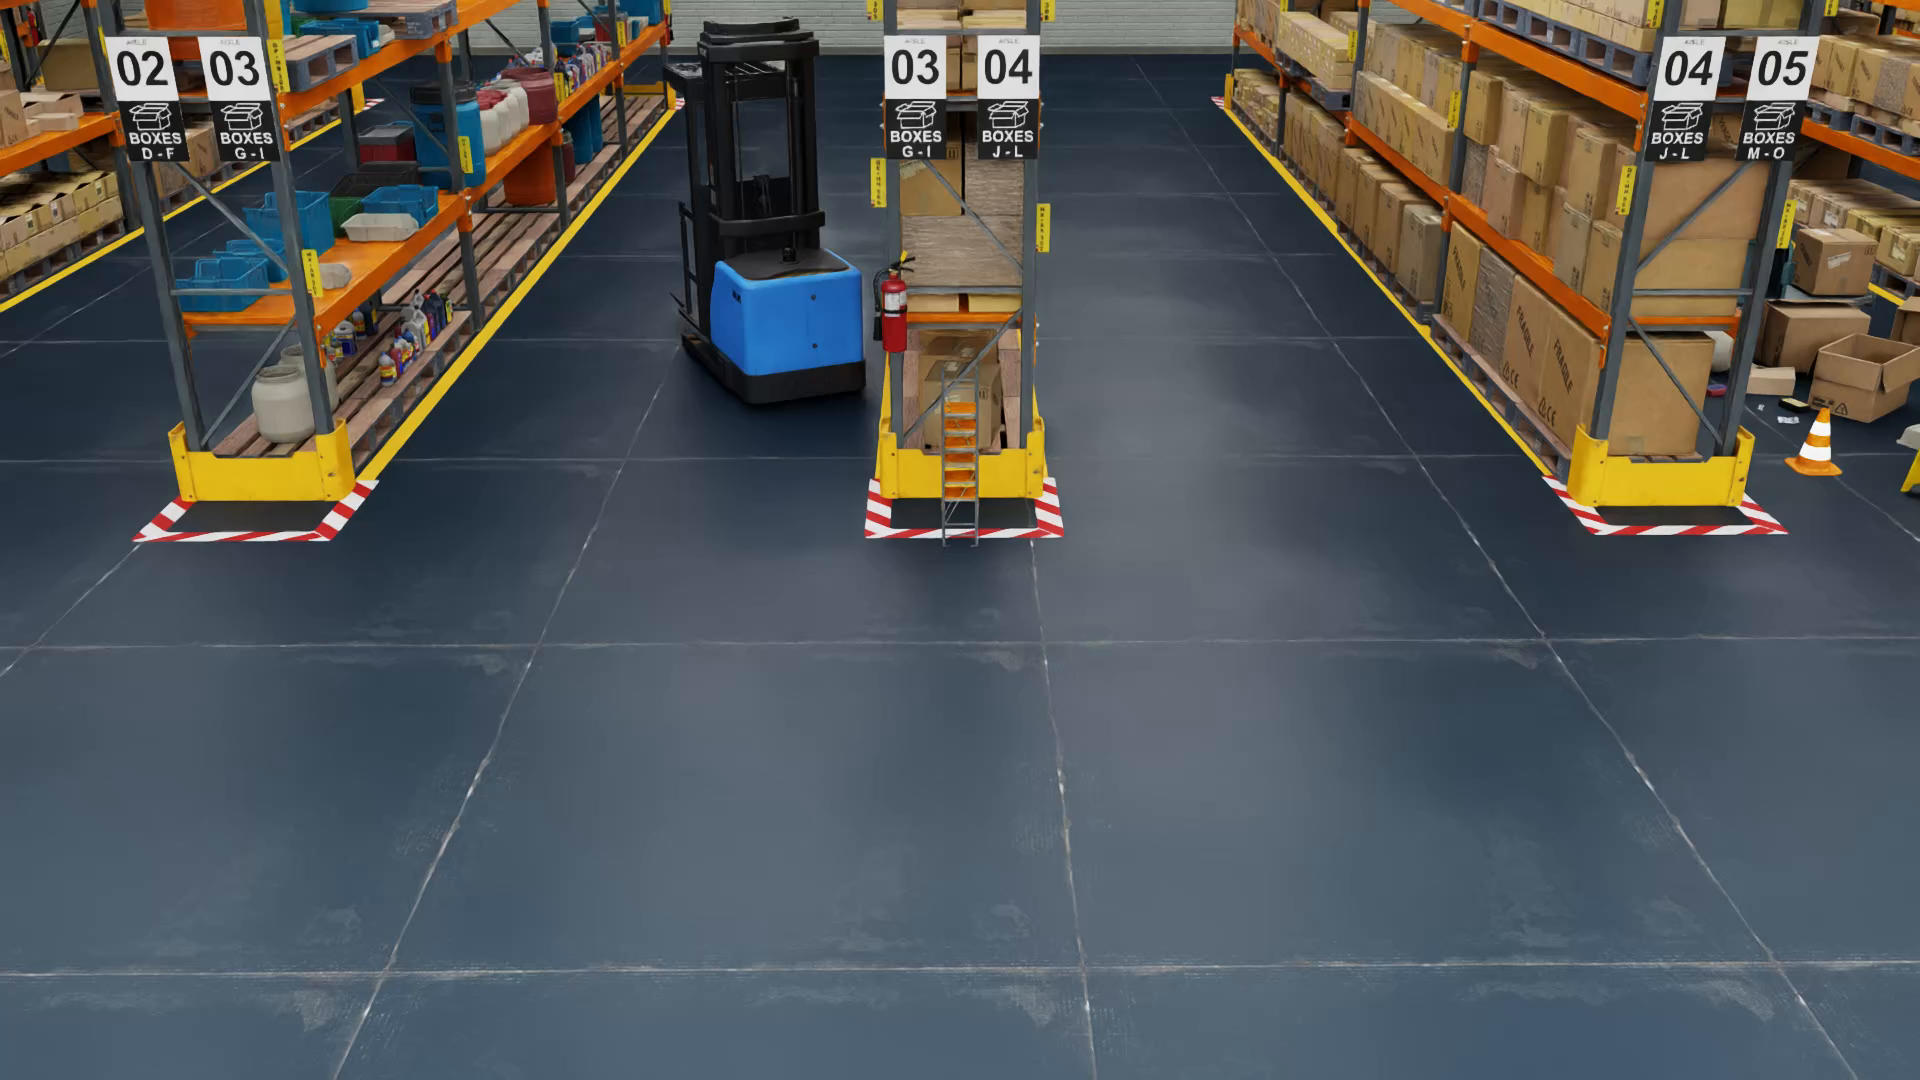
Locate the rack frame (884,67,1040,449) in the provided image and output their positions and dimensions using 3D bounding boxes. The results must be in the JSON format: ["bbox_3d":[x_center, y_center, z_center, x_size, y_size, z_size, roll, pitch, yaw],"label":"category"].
[{"bbox_3d":[0.012,-1.705,11.379,1.000,3.000,0.127,0,24,-1],"label":"rack frame"}]

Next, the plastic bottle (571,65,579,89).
[{"bbox_3d":[-4.696,-5.624,20.201,0.097,0.271,0.097,0,24,0],"label":"plastic bottle"}]

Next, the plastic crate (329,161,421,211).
[{"bbox_3d":[-5.106,-3.086,14.509,0.767,0.338,0.504,0,24,-1],"label":"plastic crate"}]

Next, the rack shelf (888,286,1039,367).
[{"bbox_3d":[-0.010,-2.201,13.350,1.077,0.370,4.000,0,24,-1],"label":"rack shelf"}]

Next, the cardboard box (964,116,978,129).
[{"bbox_3d":[0.280,-2.775,12.051,0.500,0.500,0.500,0,24,-1],"label":"cardboard box"}]

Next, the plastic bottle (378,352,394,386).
[{"bbox_3d":[-4.649,-1.388,13.456,0.097,0.271,0.097,0,24,0],"label":"plastic bottle"}]

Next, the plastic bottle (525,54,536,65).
[{"bbox_3d":[-5.437,-5.997,21.019,0.152,0.276,0.135,0,24,-1],"label":"plastic bottle"}]

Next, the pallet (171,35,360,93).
[{"bbox_3d":[-4.852,-3.304,11.505,1.003,0.211,1.213,0,24,-1],"label":"pallet"}]

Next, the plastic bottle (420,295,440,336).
[{"bbox_3d":[-4.687,-1.981,14.671,0.144,0.351,0.185,-1,24,-3],"label":"plastic bottle"}]

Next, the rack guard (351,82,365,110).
[{"bbox_3d":[-10.067,-7.084,26.307,1.175,0.500,0.348,0,24,-1],"label":"rack guard"}]

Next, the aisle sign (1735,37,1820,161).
[{"bbox_3d":[5.274,-2.842,10.739,0.394,0.787,0.004,0,24,-1],"label":"aisle sign"}]

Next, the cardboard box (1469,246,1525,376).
[{"bbox_3d":[4.880,-1.926,13.937,0.875,0.875,0.875,0,24,0],"label":"cardboard box"}]

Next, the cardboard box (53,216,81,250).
[{"bbox_3d":[-9.720,-3.261,17.648,0.500,0.250,0.500,0,24,1],"label":"cardboard box"}]

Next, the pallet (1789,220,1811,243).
[{"bbox_3d":[9.841,-3.453,18.629,1.003,0.211,1.213,0,24,-1],"label":"pallet"}]

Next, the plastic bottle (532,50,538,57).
[{"bbox_3d":[-5.470,-6.177,21.425,0.097,0.271,0.097,0,24,0],"label":"plastic bottle"}]

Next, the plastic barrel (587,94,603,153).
[{"bbox_3d":[-5.083,-5.638,22.113,0.600,0.901,0.708,0,24,-1],"label":"plastic barrel"}]

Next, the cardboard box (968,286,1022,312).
[{"bbox_3d":[0.247,-1.709,11.693,0.380,0.149,0.250,0,24,-1],"label":"cardboard box"}]

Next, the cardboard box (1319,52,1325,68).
[{"bbox_3d":[4.415,-5.614,19.457,0.380,0.149,0.250,0,24,1],"label":"cardboard box"}]

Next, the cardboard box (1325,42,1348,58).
[{"bbox_3d":[4.421,-5.633,19.139,0.380,0.149,0.250,-1,24,-1],"label":"cardboard box"}]

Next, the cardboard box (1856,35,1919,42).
[{"bbox_3d":[10.117,-5.232,18.187,0.500,0.500,0.500,-1,24,-2],"label":"cardboard box"}]

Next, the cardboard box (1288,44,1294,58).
[{"bbox_3d":[4.396,-6.222,21.162,0.380,0.149,0.250,0,24,0],"label":"cardboard box"}]

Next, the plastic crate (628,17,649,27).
[{"bbox_3d":[-4.925,-7.847,25.208,0.396,0.136,0.243,0,24,-1],"label":"plastic crate"}]

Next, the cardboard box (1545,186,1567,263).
[{"bbox_3d":[5.015,-2.364,12.655,0.875,0.550,0.550,0,24,-1],"label":"cardboard box"}]

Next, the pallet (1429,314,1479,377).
[{"bbox_3d":[4.859,-1.749,14.862,1.003,0.211,1.213,0,24,-1],"label":"pallet"}]

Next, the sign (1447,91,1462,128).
[{"bbox_3d":[4.387,-3.819,14.744,0.100,0.325,0.005,0,24,-1],"label":"sign"}]

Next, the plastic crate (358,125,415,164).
[{"bbox_3d":[-5.296,-3.558,15.399,0.402,0.464,0.583,0,24,-1],"label":"plastic crate"}]

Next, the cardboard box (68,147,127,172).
[{"bbox_3d":[-10.226,-4.404,19.847,0.500,0.500,0.500,1,24,2],"label":"cardboard box"}]

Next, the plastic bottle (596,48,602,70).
[{"bbox_3d":[-4.740,-6.259,21.600,0.152,0.276,0.135,0,24,-1],"label":"plastic bottle"}]

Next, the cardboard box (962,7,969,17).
[{"bbox_3d":[0.211,-3.938,12.375,0.380,0.149,0.250,-1,24,-1],"label":"cardboard box"}]

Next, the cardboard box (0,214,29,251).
[{"bbox_3d":[-9.700,-3.095,16.600,0.500,0.311,0.500,-1,24,-2],"label":"cardboard box"}]

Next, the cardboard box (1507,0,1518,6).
[{"bbox_3d":[4.602,-4.358,13.281,0.380,0.149,0.250,-1,24,-1],"label":"cardboard box"}]

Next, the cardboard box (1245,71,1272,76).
[{"bbox_3d":[4.588,-7.111,25.561,0.380,0.149,0.250,0,24,0],"label":"cardboard box"}]

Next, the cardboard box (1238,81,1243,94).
[{"bbox_3d":[4.494,-6.976,25.624,0.380,0.149,0.250,0,24,-1],"label":"cardboard box"}]

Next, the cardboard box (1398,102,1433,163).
[{"bbox_3d":[4.645,-4.009,16.354,0.500,0.500,0.500,0,24,0],"label":"cardboard box"}]

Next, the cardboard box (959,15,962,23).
[{"bbox_3d":[0.241,-3.834,12.629,0.500,0.250,0.500,0,24,1],"label":"cardboard box"}]

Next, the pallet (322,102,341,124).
[{"bbox_3d":[-10.058,-6.624,25.641,1.003,0.211,1.213,0,24,-1],"label":"pallet"}]

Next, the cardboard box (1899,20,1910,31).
[{"bbox_3d":[14.468,-7.798,25.156,0.380,0.149,0.250,0,24,1],"label":"cardboard box"}]

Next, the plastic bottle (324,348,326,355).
[{"bbox_3d":[-5.268,-1.505,13.699,0.061,0.283,0.133,0,24,-1],"label":"plastic bottle"}]

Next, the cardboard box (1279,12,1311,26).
[{"bbox_3d":[4.386,-6.814,21.749,0.380,0.149,0.250,1,24,2],"label":"cardboard box"}]

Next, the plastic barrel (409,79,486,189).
[{"bbox_3d":[-4.686,-3.720,15.226,0.600,0.901,0.708,0,24,-1],"label":"plastic barrel"}]

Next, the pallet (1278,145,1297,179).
[{"bbox_3d":[4.852,-5.039,22.135,1.003,0.211,1.213,0,24,-1],"label":"pallet"}]

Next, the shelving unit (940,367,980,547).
[{"bbox_3d":[0.000,-0.541,10.989,0.258,1.200,0.189,0,24,-1],"label":"shelving unit"}]

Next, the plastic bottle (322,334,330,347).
[{"bbox_3d":[-5.382,-1.660,13.961,0.144,0.351,0.185,1,24,2],"label":"plastic bottle"}]

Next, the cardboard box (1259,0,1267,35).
[{"bbox_3d":[4.545,-7.428,23.552,0.500,0.500,0.500,0,24,-1],"label":"cardboard box"}]

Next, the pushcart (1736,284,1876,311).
[{"bbox_3d":[7.598,-2.172,15.594,1.648,0.377,0.936,-9,26,-19],"label":"pushcart"}]

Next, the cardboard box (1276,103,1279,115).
[{"bbox_3d":[4.578,-5.939,22.969,0.380,0.149,0.250,0,24,1],"label":"cardboard box"}]

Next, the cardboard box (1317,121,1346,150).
[{"bbox_3d":[4.599,-4.865,19.980,0.500,0.250,0.500,0,24,0],"label":"cardboard box"}]

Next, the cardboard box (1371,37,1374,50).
[{"bbox_3d":[5.068,-5.842,19.600,0.380,0.149,0.250,-1,24,-3],"label":"cardboard box"}]

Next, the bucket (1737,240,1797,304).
[{"bbox_3d":[7.236,-2.489,15.241,0.726,0.611,0.620,8,16,18],"label":"bucket"}]

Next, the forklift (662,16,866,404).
[{"bbox_3d":[-1.855,-3.017,14.365,1.130,2.935,3.031,-11,26,-22],"label":"forklift"}]

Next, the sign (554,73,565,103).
[{"bbox_3d":[-4.478,-5.059,18.597,0.100,0.325,0.005,0,24,-1],"label":"sign"}]

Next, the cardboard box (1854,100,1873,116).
[{"bbox_3d":[9.641,-4.546,17.456,0.380,0.149,0.250,1,24,3],"label":"cardboard box"}]

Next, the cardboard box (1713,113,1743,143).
[{"bbox_3d":[9.904,-4.922,20.561,0.875,0.875,0.875,0,24,0],"label":"cardboard box"}]

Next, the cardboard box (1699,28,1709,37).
[{"bbox_3d":[5.284,-3.525,11.439,0.380,0.149,0.250,0,24,0],"label":"cardboard box"}]

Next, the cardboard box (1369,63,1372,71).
[{"bbox_3d":[5.072,-5.577,19.736,0.380,0.149,0.250,1,24,2],"label":"cardboard box"}]

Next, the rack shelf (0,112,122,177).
[{"bbox_3d":[-9.959,-3.806,16.899,1.077,0.370,4.000,0,24,-1],"label":"rack shelf"}]
